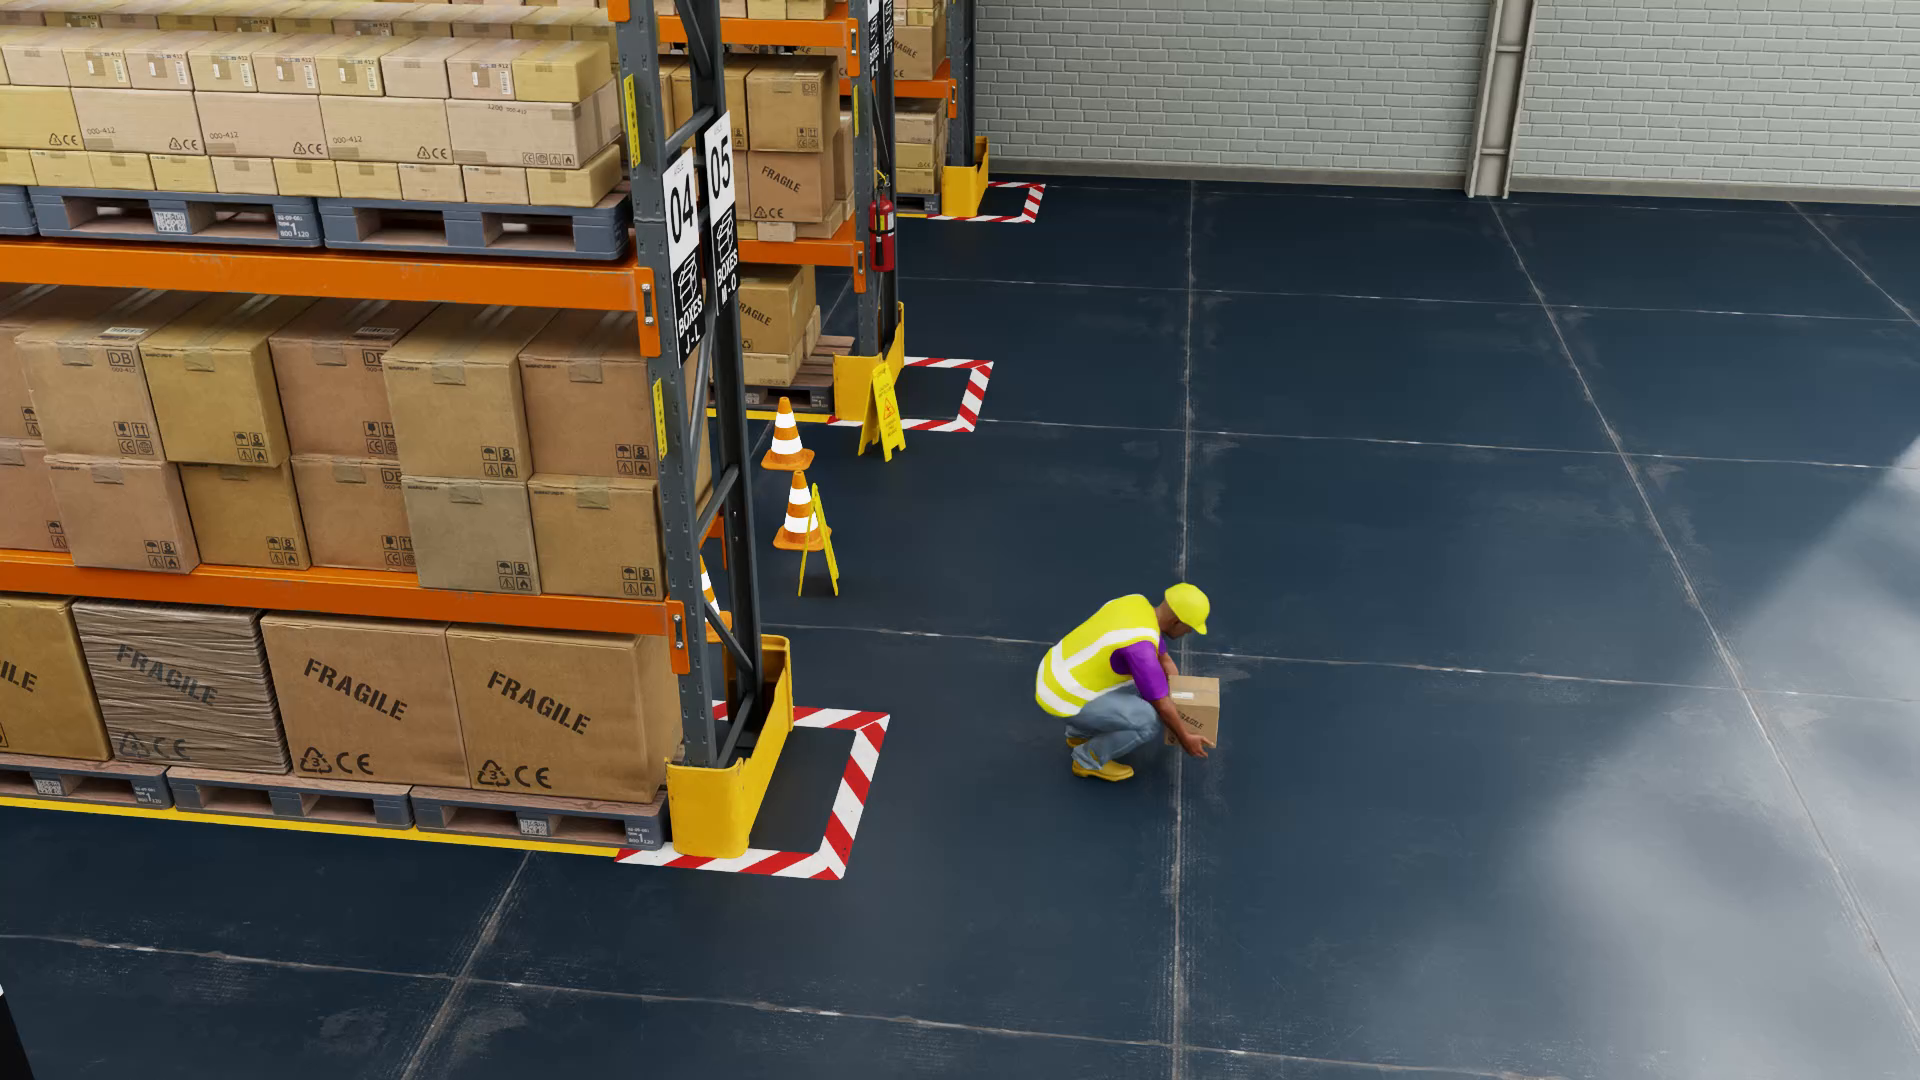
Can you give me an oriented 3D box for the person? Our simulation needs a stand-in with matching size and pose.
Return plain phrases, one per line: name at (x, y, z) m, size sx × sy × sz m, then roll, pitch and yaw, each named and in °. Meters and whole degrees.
person at (0.803, 0.659, 8.176) m, size 0.881 × 1.012 × 0.539 m, roll 3°, pitch 28°, yaw 5°
